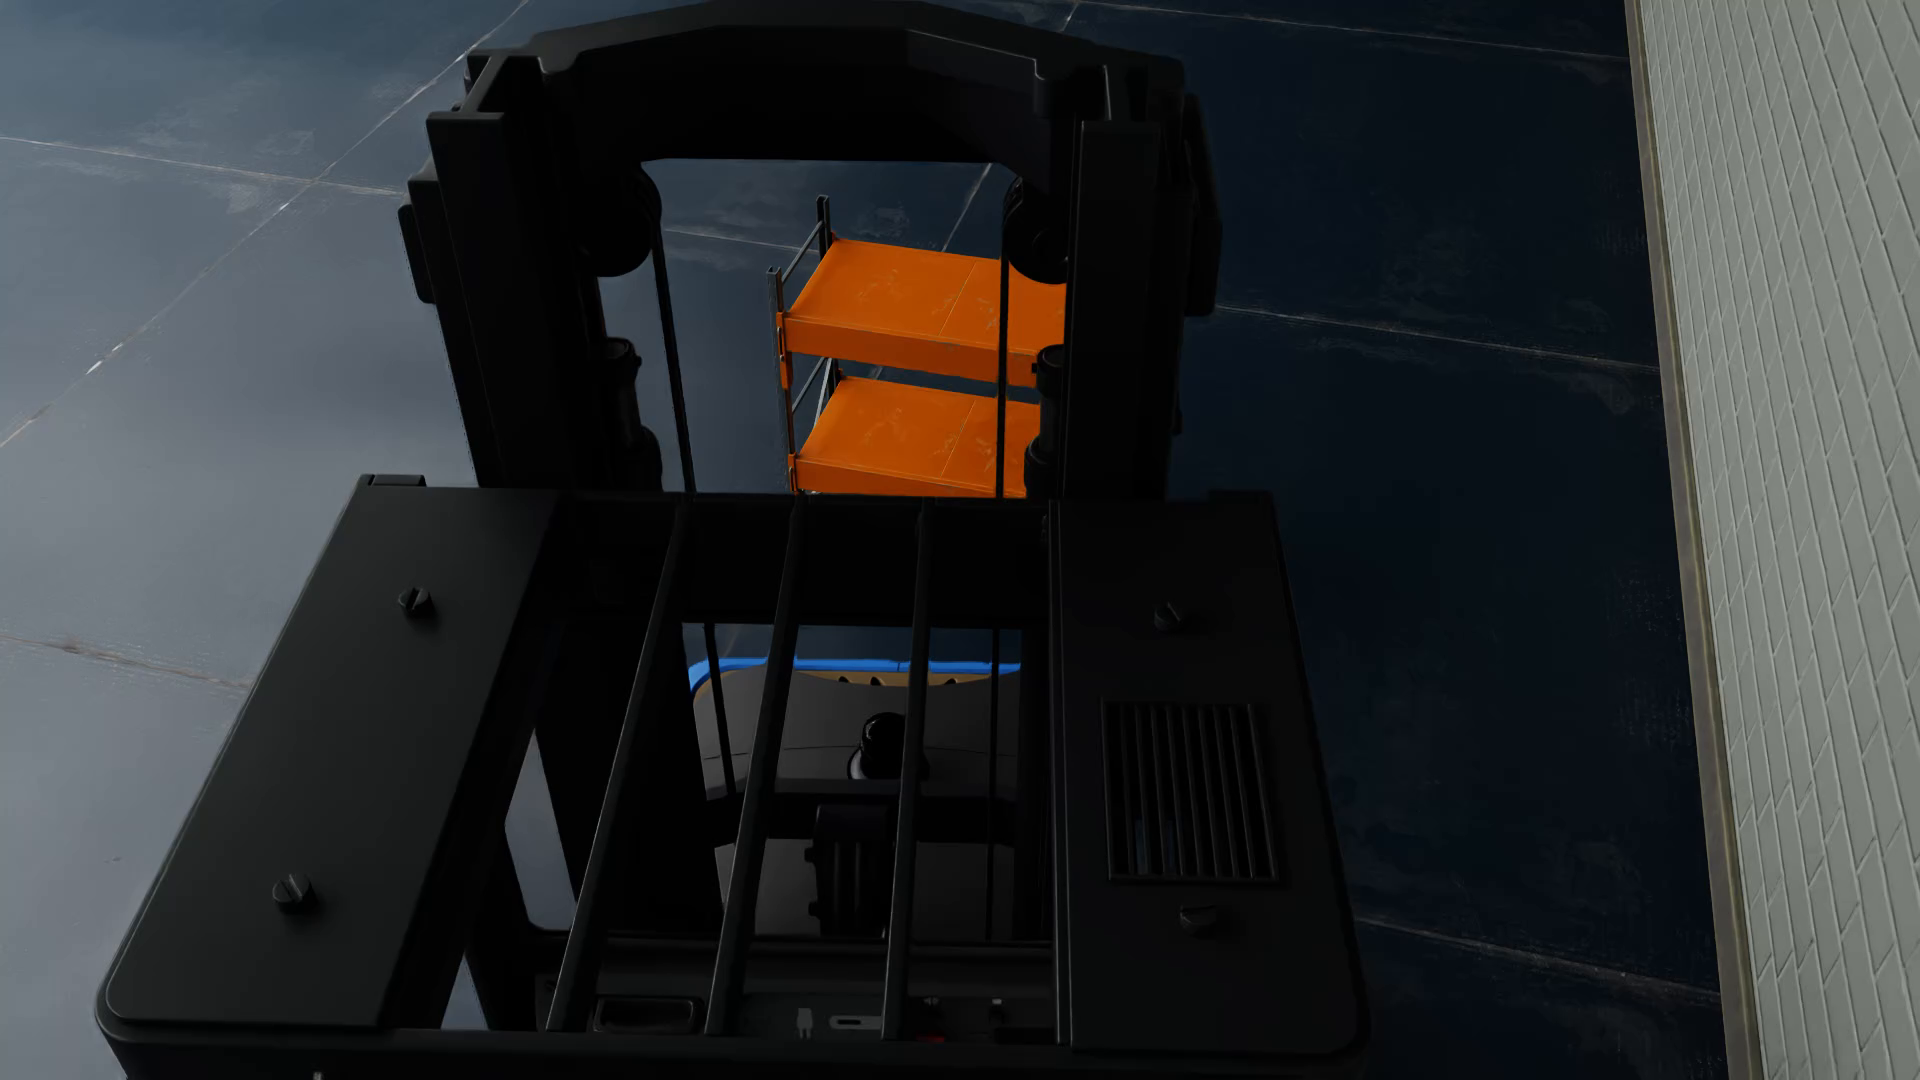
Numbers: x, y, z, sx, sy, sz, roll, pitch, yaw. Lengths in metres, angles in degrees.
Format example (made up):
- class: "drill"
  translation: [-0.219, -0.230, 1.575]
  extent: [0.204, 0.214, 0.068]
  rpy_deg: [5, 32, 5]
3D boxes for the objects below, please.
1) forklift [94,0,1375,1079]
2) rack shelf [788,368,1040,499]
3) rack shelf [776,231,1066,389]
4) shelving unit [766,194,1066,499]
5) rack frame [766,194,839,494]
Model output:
- class: "forklift"
  translation: [-0.182, 0.914, 2.382]
  extent: [1.130, 2.935, 3.031]
  rpy_deg: [1, 40, 1]
- class: "rack shelf"
  translation: [-0.007, -0.245, 5.547]
  extent: [1.000, 0.278, 0.538]
  rpy_deg: [10, 41, 11]
- class: "rack shelf"
  translation: [-0.007, -0.656, 5.201]
  extent: [1.000, 0.278, 0.538]
  rpy_deg: [10, 41, 11]
- class: "shelving unit"
  translation: [-0.007, -0.432, 5.390]
  extent: [1.048, 1.125, 0.538]
  rpy_deg: [10, 41, 11]
- class: "rack frame"
  translation: [-0.498, -0.516, 5.490]
  extent: [0.032, 1.125, 0.500]
  rpy_deg: [10, 41, 11]
